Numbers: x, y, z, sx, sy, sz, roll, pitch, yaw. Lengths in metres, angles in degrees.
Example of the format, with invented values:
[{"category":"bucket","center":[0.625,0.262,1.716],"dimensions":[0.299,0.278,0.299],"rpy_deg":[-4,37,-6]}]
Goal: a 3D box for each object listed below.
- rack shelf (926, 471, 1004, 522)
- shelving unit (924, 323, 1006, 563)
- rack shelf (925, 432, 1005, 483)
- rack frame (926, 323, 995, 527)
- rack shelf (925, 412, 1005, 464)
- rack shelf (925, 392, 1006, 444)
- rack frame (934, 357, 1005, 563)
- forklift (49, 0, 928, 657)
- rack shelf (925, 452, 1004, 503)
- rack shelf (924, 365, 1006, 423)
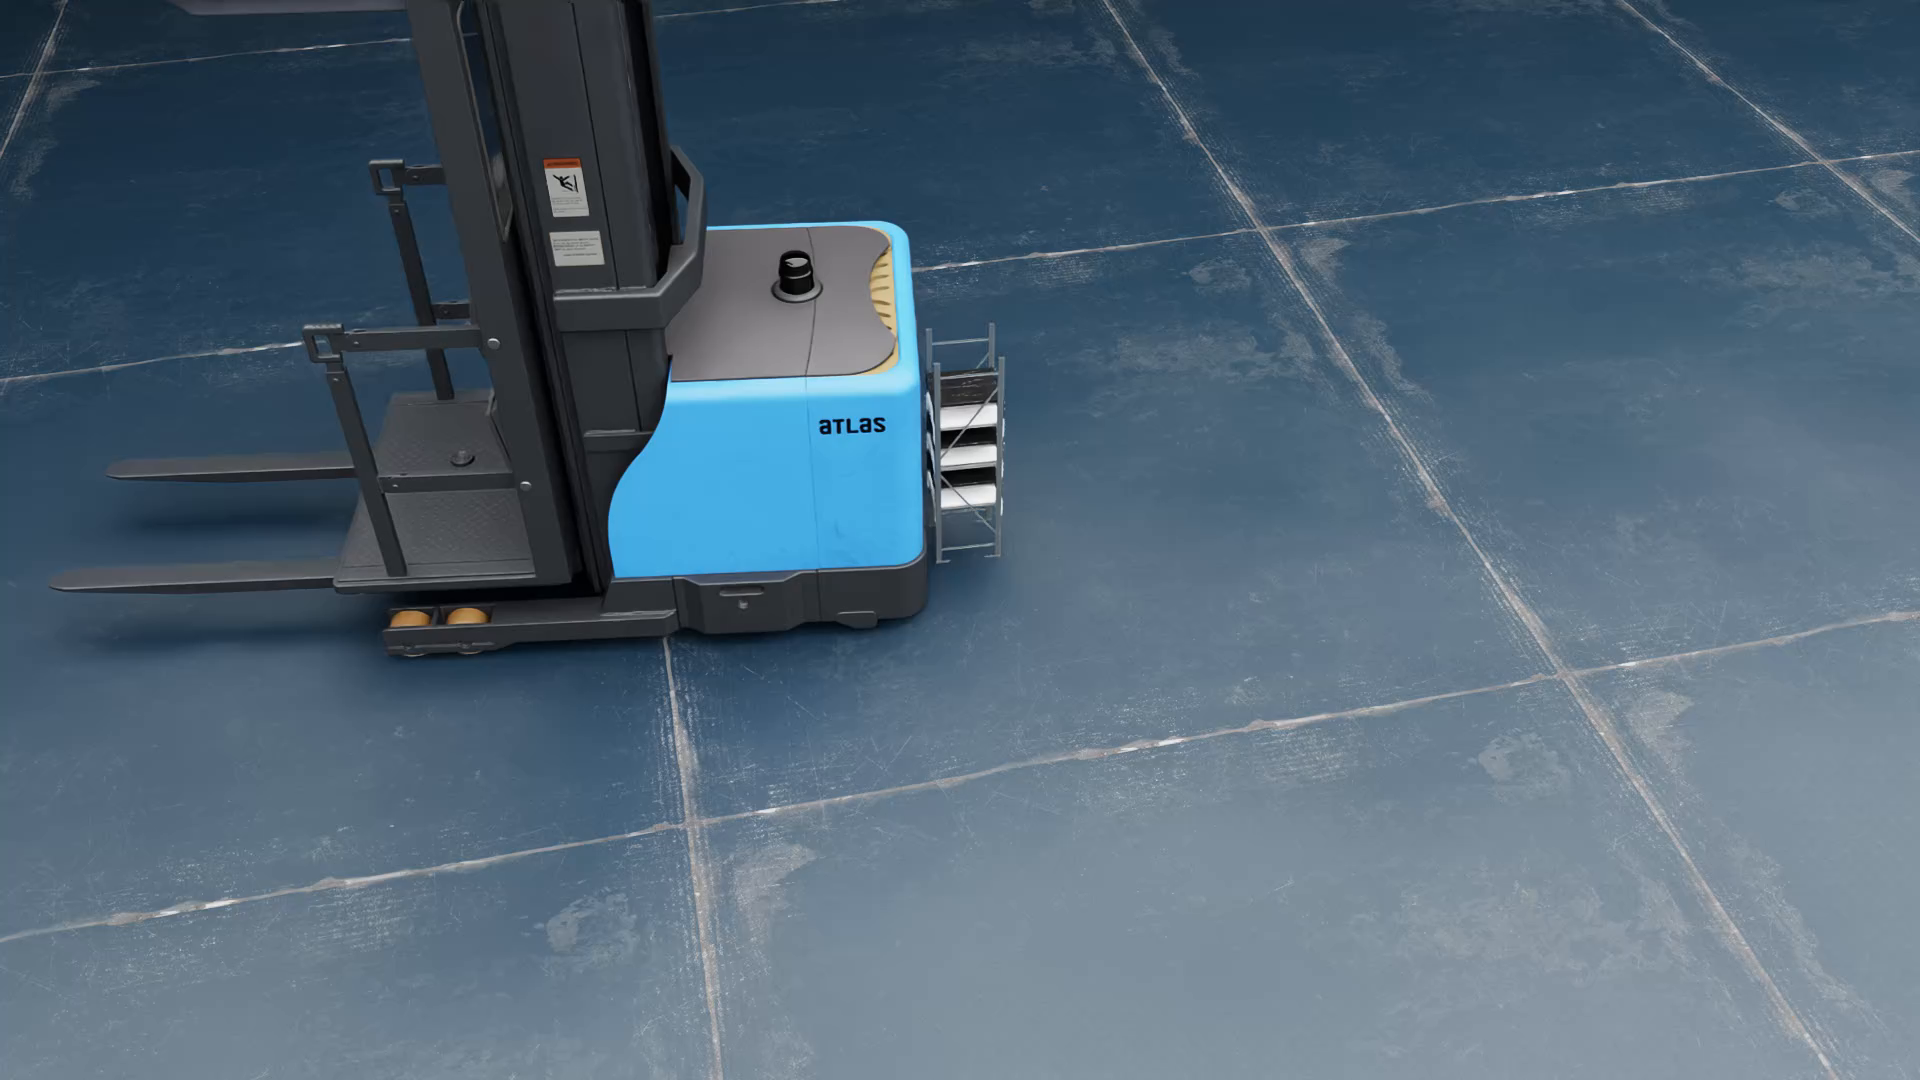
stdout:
[{"category":"rack shelf","center":[0.016,-0.172,6.087],"dimensions":[0.258,0.077,0.200],"rpy_deg":[-6,42,-6]},{"category":"shelving unit","center":[0.016,-0.332,5.946],"dimensions":[0.258,0.900,0.210],"rpy_deg":[-6,42,-6]},{"category":"rack shelf","center":[0.016,-0.307,5.968],"dimensions":[0.258,0.077,0.200],"rpy_deg":[-6,42,-6]},{"category":"rack frame","center":[0.001,-0.399,6.021],"dimensions":[0.240,0.900,0.006],"rpy_deg":[-6,42,-6]},{"category":"rack shelf","center":[0.016,-0.374,5.908],"dimensions":[0.258,0.077,0.200],"rpy_deg":[-6,42,-6]},{"category":"rack shelf","center":[0.016,-0.442,5.848],"dimensions":[0.258,0.077,0.200],"rpy_deg":[-6,42,-6]},{"category":"rack frame","center":[0.031,-0.265,5.871],"dimensions":[0.240,0.900,0.006],"rpy_deg":[-6,42,-6]},{"category":"forklift","center":[-1.655,-1.054,5.230],"dimensions":[3.031,2.935,1.130],"rpy_deg":[-3,42,-3]},{"category":"rack shelf","center":[0.016,-0.240,6.028],"dimensions":[0.258,0.077,0.200],"rpy_deg":[-6,42,-6]},{"category":"rack shelf","center":[0.016,-0.509,5.789],"dimensions":[0.258,0.077,0.200],"rpy_deg":[-6,42,-6]}]
